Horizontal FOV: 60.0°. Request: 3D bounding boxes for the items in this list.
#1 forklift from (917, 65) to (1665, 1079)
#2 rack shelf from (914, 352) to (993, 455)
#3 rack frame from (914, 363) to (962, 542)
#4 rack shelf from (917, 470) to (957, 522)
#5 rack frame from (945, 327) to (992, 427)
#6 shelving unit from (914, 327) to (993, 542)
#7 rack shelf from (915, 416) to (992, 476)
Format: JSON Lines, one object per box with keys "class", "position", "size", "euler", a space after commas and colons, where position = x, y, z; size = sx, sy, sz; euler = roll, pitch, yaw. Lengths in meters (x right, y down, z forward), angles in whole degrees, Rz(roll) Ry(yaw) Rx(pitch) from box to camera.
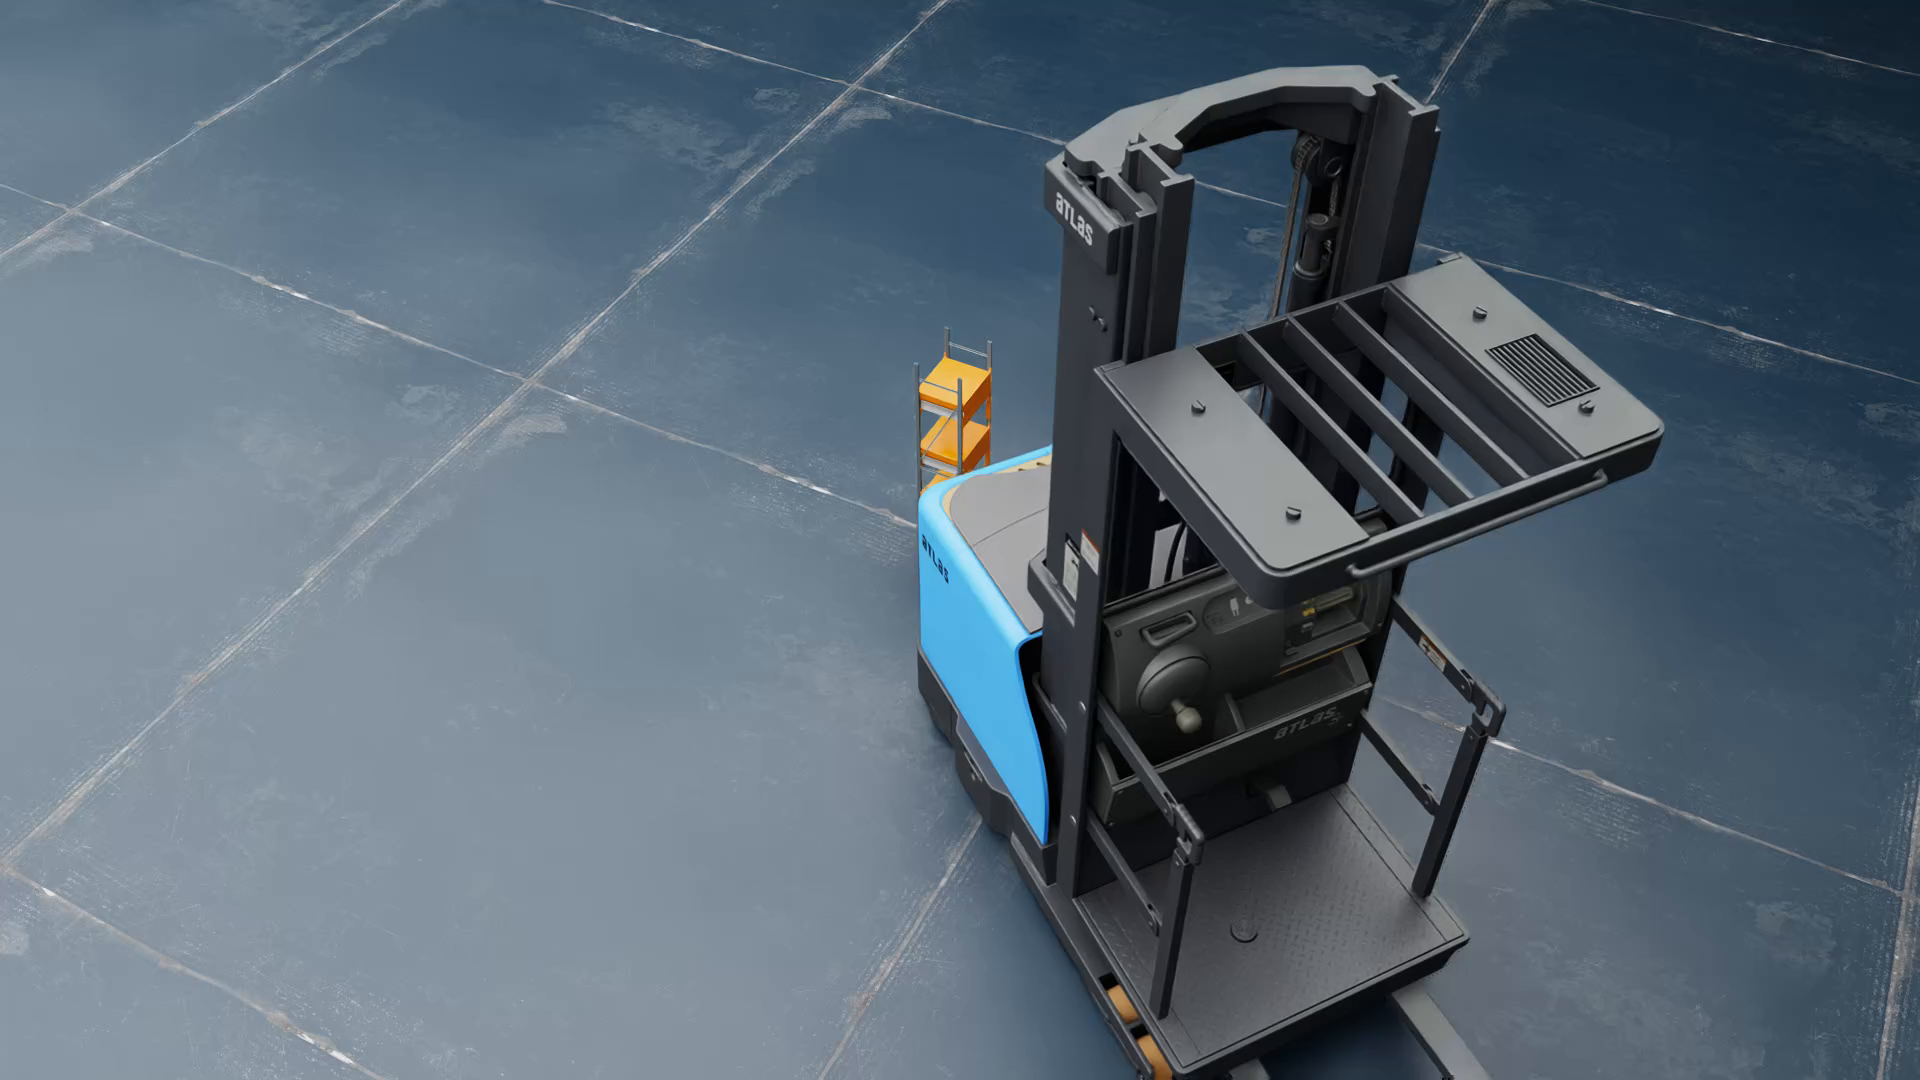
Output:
{"class": "forklift", "position": [0.936, 0.344, 4.629], "size": [1.130, 2.935, 3.031], "euler": [-19, 48, -18]}
{"class": "rack shelf", "position": [-0.025, -0.527, 6.429], "size": [0.215, 0.259, 0.240], "euler": [20, 49, 19]}
{"class": "rack frame", "position": [-0.081, -0.258, 6.547], "size": [0.200, 1.050, 0.008], "euler": [20, 49, 19]}
{"class": "rack shelf", "position": [-0.025, -0.133, 6.828], "size": [0.215, 0.259, 0.240], "euler": [20, 49, 19]}
{"class": "rack frame", "position": [0.032, -0.412, 6.699], "size": [0.200, 1.050, 0.008], "euler": [20, 49, 19]}
{"class": "shelving unit", "position": [-0.025, -0.335, 6.623], "size": [0.215, 1.050, 0.252], "euler": [20, 49, 19]}
{"class": "rack shelf", "position": [-0.025, -0.328, 6.631], "size": [0.215, 0.259, 0.240], "euler": [20, 49, 19]}
